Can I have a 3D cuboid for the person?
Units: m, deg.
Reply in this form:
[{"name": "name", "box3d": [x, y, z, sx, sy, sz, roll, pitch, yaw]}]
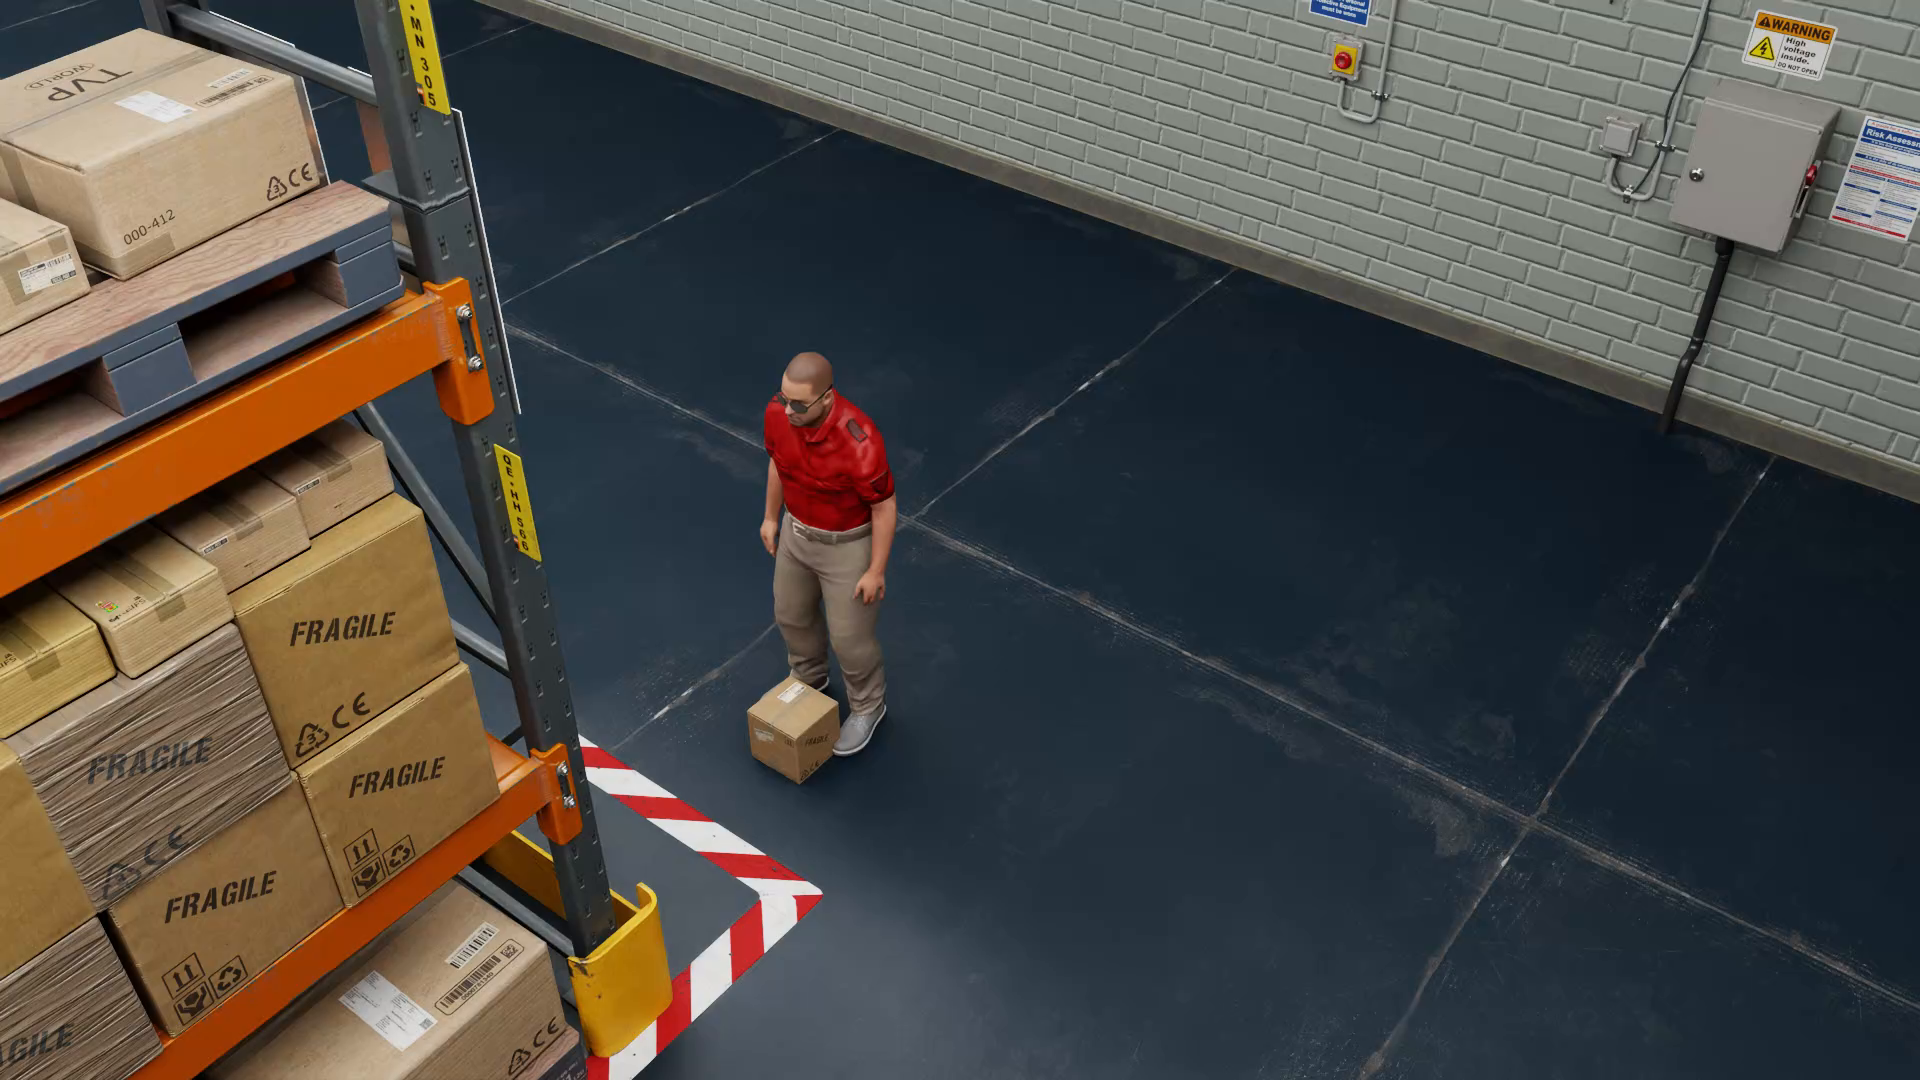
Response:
[{"name": "person", "box3d": [-0.495, 0.025, 6.134, 0.585, 1.726, 0.396, 26, 45, 28]}]
